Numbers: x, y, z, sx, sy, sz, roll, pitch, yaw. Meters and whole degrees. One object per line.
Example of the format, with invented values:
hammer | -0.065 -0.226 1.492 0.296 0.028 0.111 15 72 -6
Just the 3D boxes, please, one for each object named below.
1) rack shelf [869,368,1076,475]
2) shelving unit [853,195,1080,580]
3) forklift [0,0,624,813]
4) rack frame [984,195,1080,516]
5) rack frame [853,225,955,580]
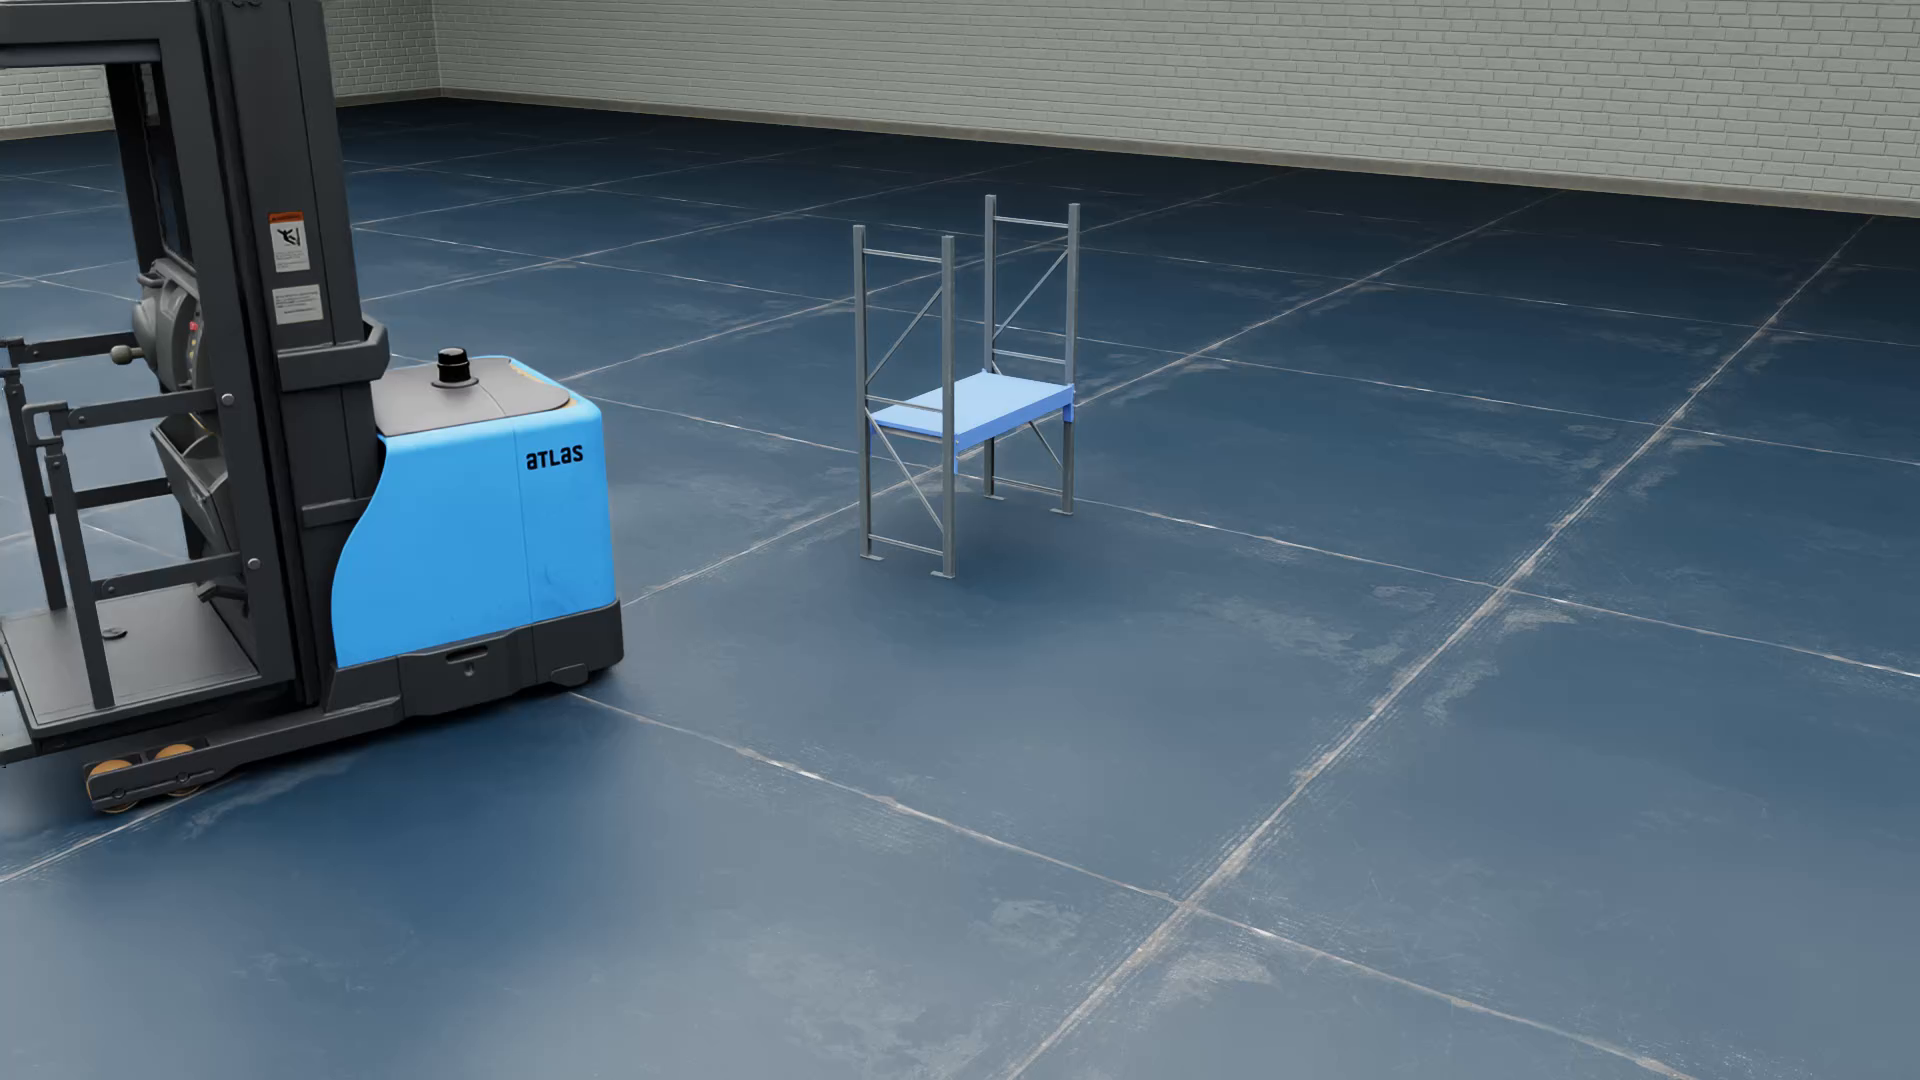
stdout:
rack shelf | 0.048 -0.559 7.633 0.538 0.185 1.000 13 24 32
shelving unit | 0.048 -0.728 7.571 0.538 1.500 1.048 13 24 32
forklift | -2.786 -0.700 5.433 3.031 2.935 1.130 -13 24 -32
rack frame | 0.334 -0.874 7.965 0.500 1.500 0.032 13 24 32
rack frame | -0.238 -0.582 7.177 0.500 1.500 0.032 13 24 32
